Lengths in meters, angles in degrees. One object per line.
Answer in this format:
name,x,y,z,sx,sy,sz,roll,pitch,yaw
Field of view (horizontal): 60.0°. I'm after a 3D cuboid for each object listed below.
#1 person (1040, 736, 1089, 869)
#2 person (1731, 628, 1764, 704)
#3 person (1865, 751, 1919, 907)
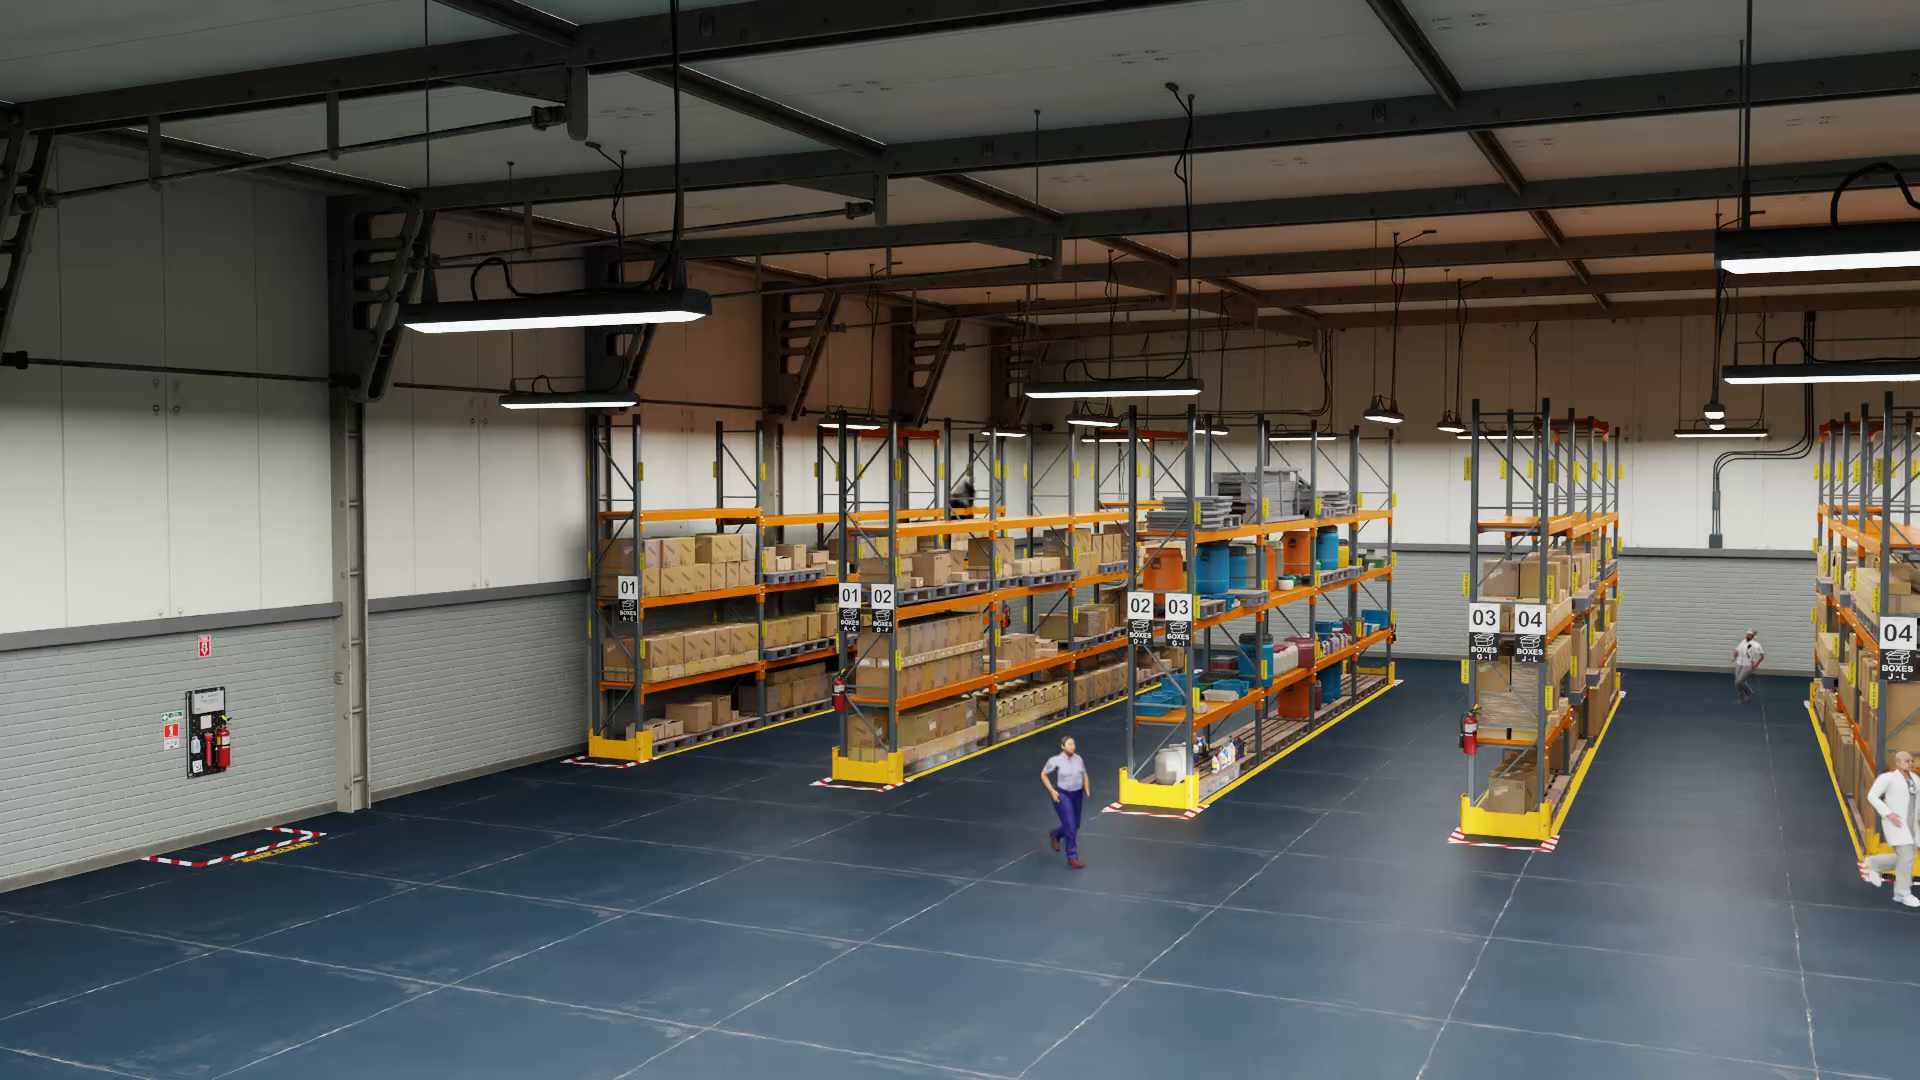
person,1.344,3.356,21.269,0.613,1.549,0.843,-2,3,-33
person,16.898,2.715,35.768,0.477,1.652,0.649,-1,3,-26
person,10.987,3.345,19.498,0.769,1.755,0.821,-1,2,-19
